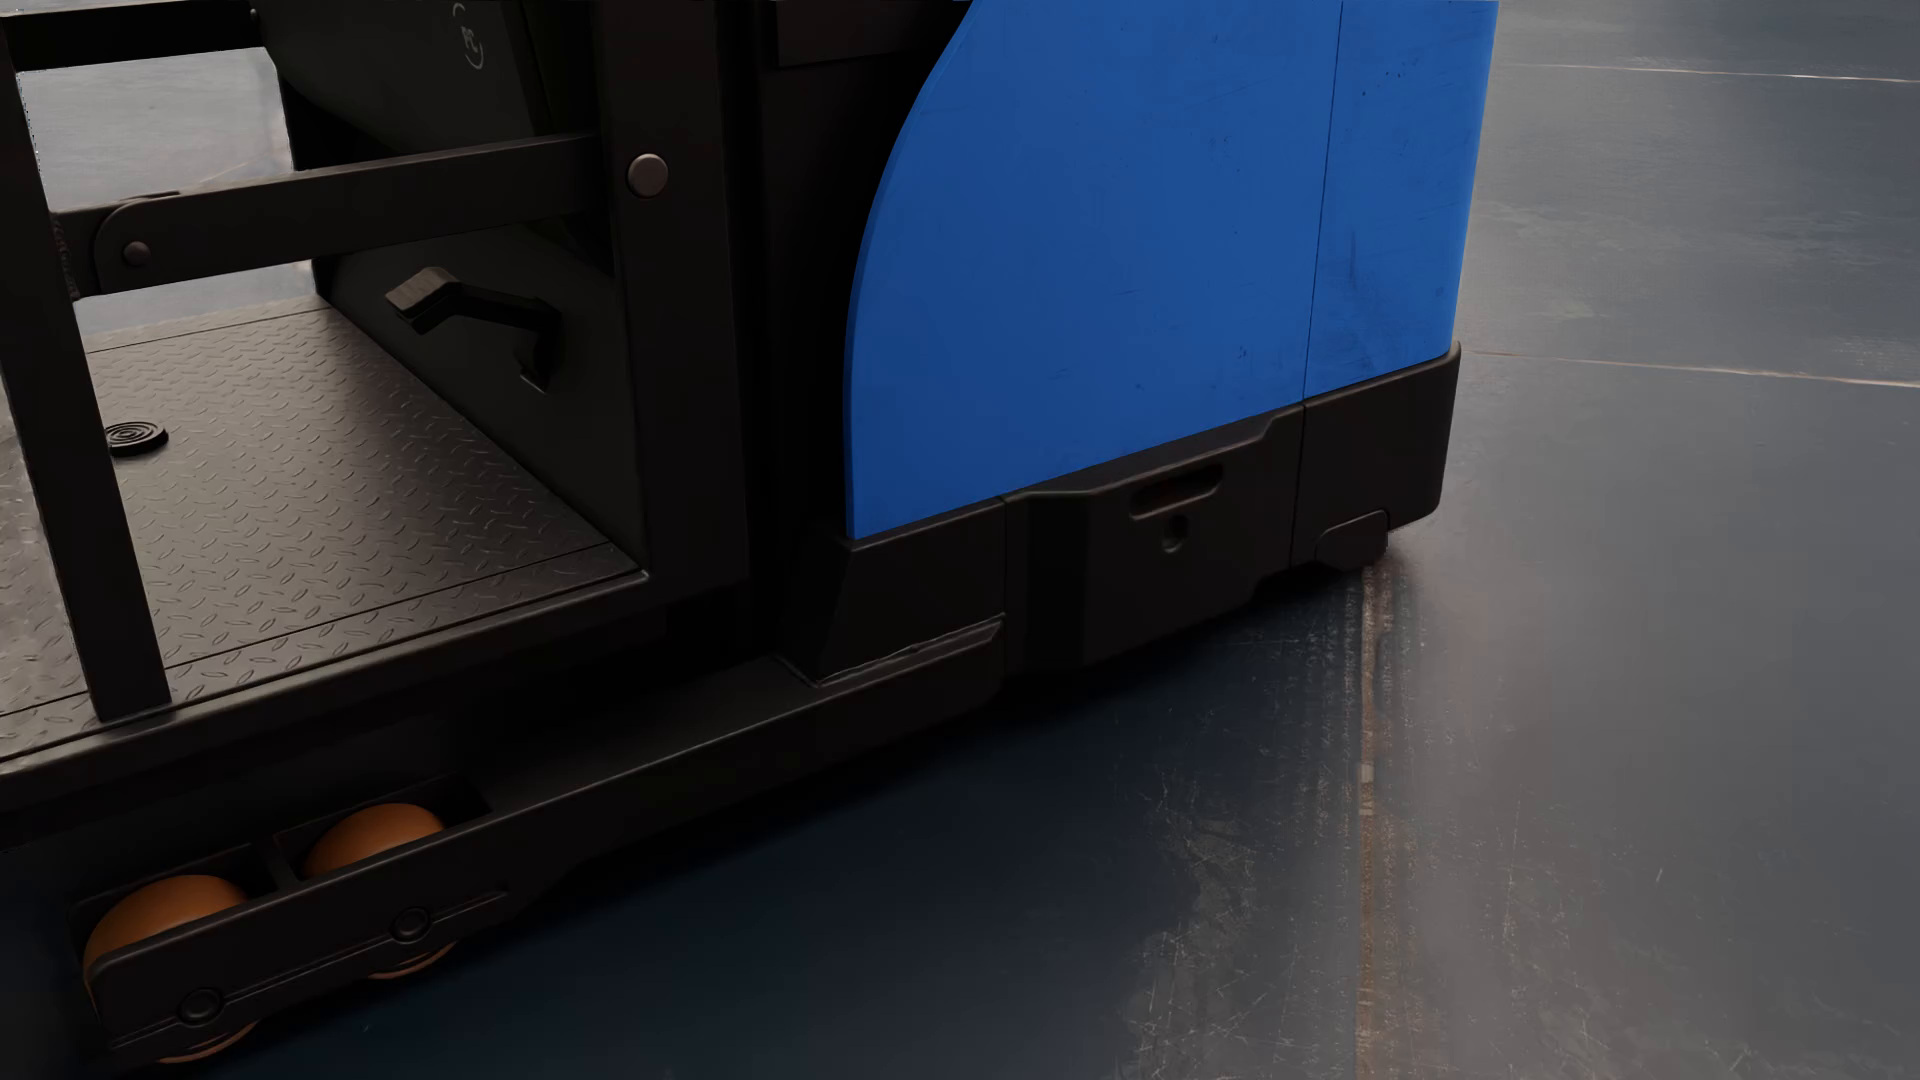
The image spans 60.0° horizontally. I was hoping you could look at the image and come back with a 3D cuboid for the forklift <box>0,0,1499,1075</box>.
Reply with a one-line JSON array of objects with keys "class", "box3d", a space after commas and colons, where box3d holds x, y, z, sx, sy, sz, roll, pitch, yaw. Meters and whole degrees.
[{"class": "forklift", "box3d": [-0.782, -1.097, 1.420, 3.031, 2.935, 1.130, -18, 32, -31]}]
